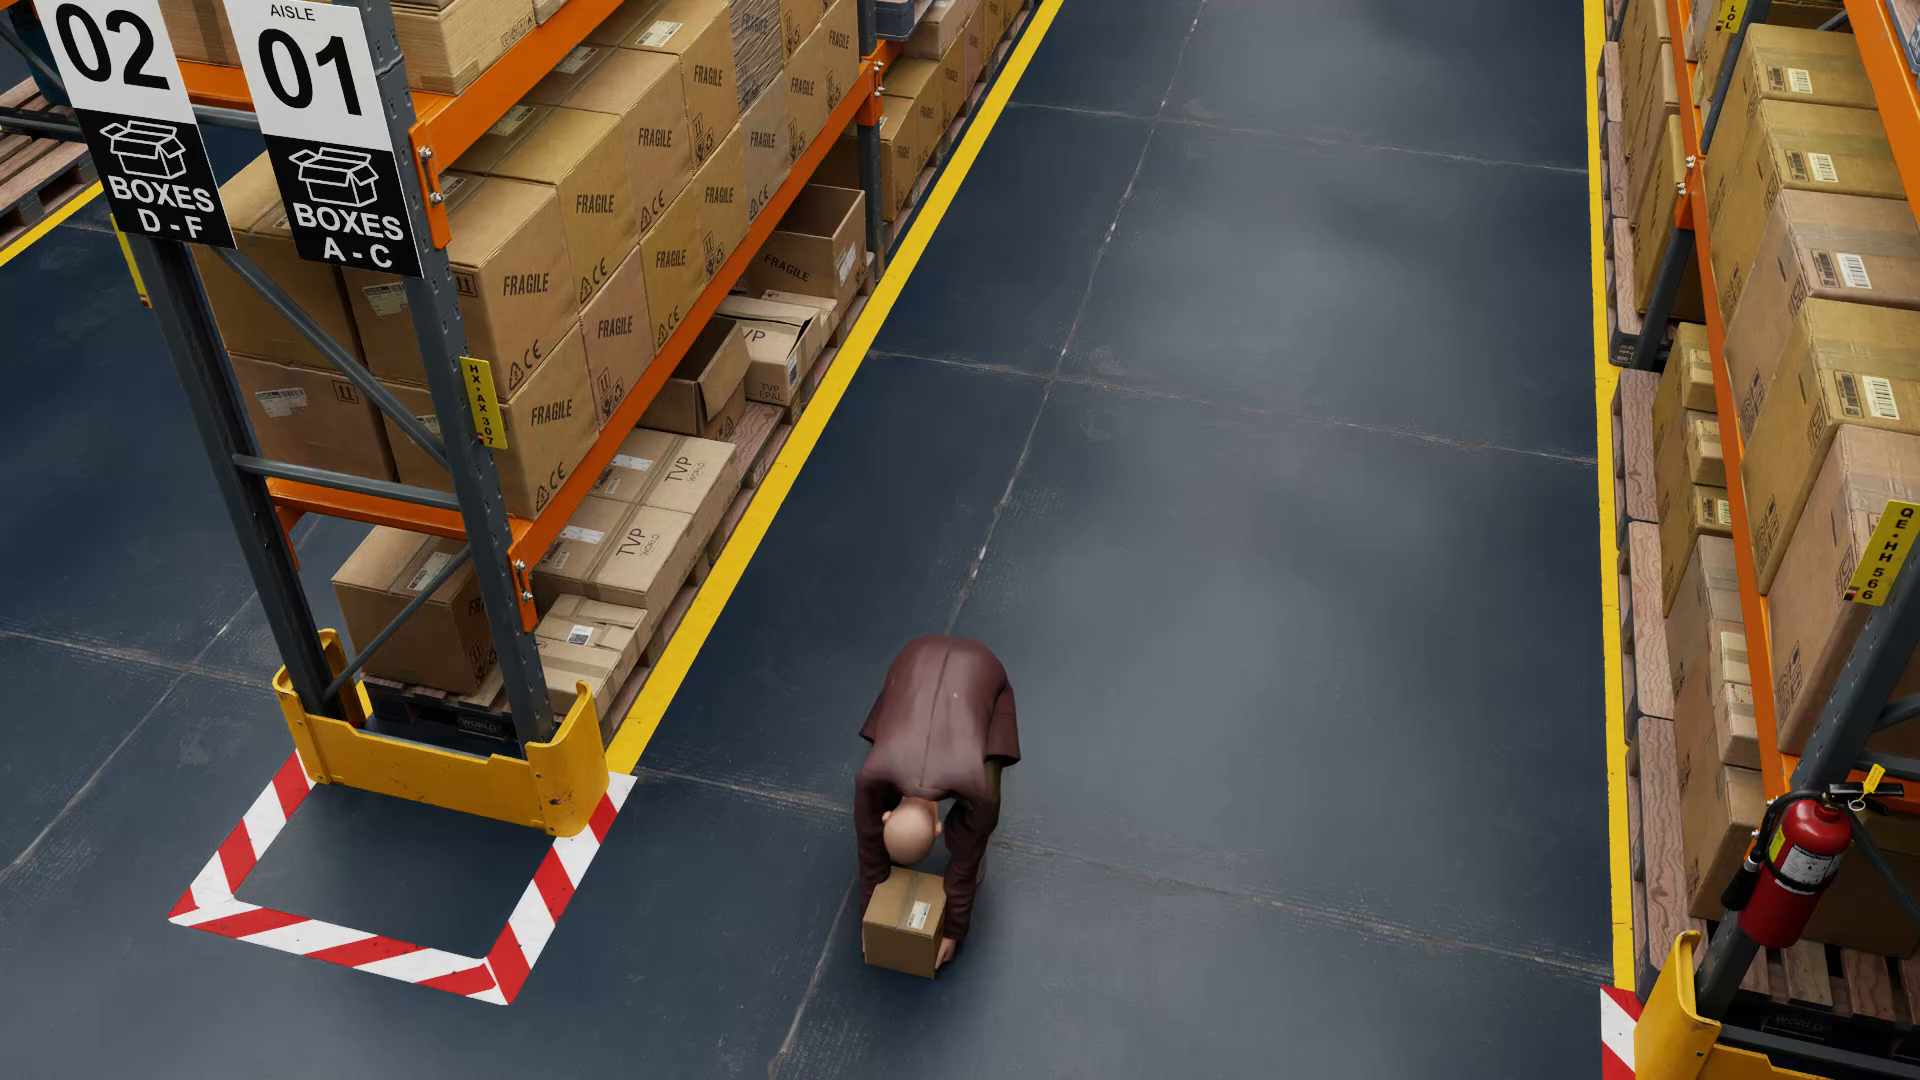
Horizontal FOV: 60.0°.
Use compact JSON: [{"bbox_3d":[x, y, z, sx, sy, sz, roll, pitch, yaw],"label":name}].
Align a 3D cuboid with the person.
[{"bbox_3d":[-0.098,0.879,5.832,0.586,0.909,0.951,8,41,10],"label":"person"}]
